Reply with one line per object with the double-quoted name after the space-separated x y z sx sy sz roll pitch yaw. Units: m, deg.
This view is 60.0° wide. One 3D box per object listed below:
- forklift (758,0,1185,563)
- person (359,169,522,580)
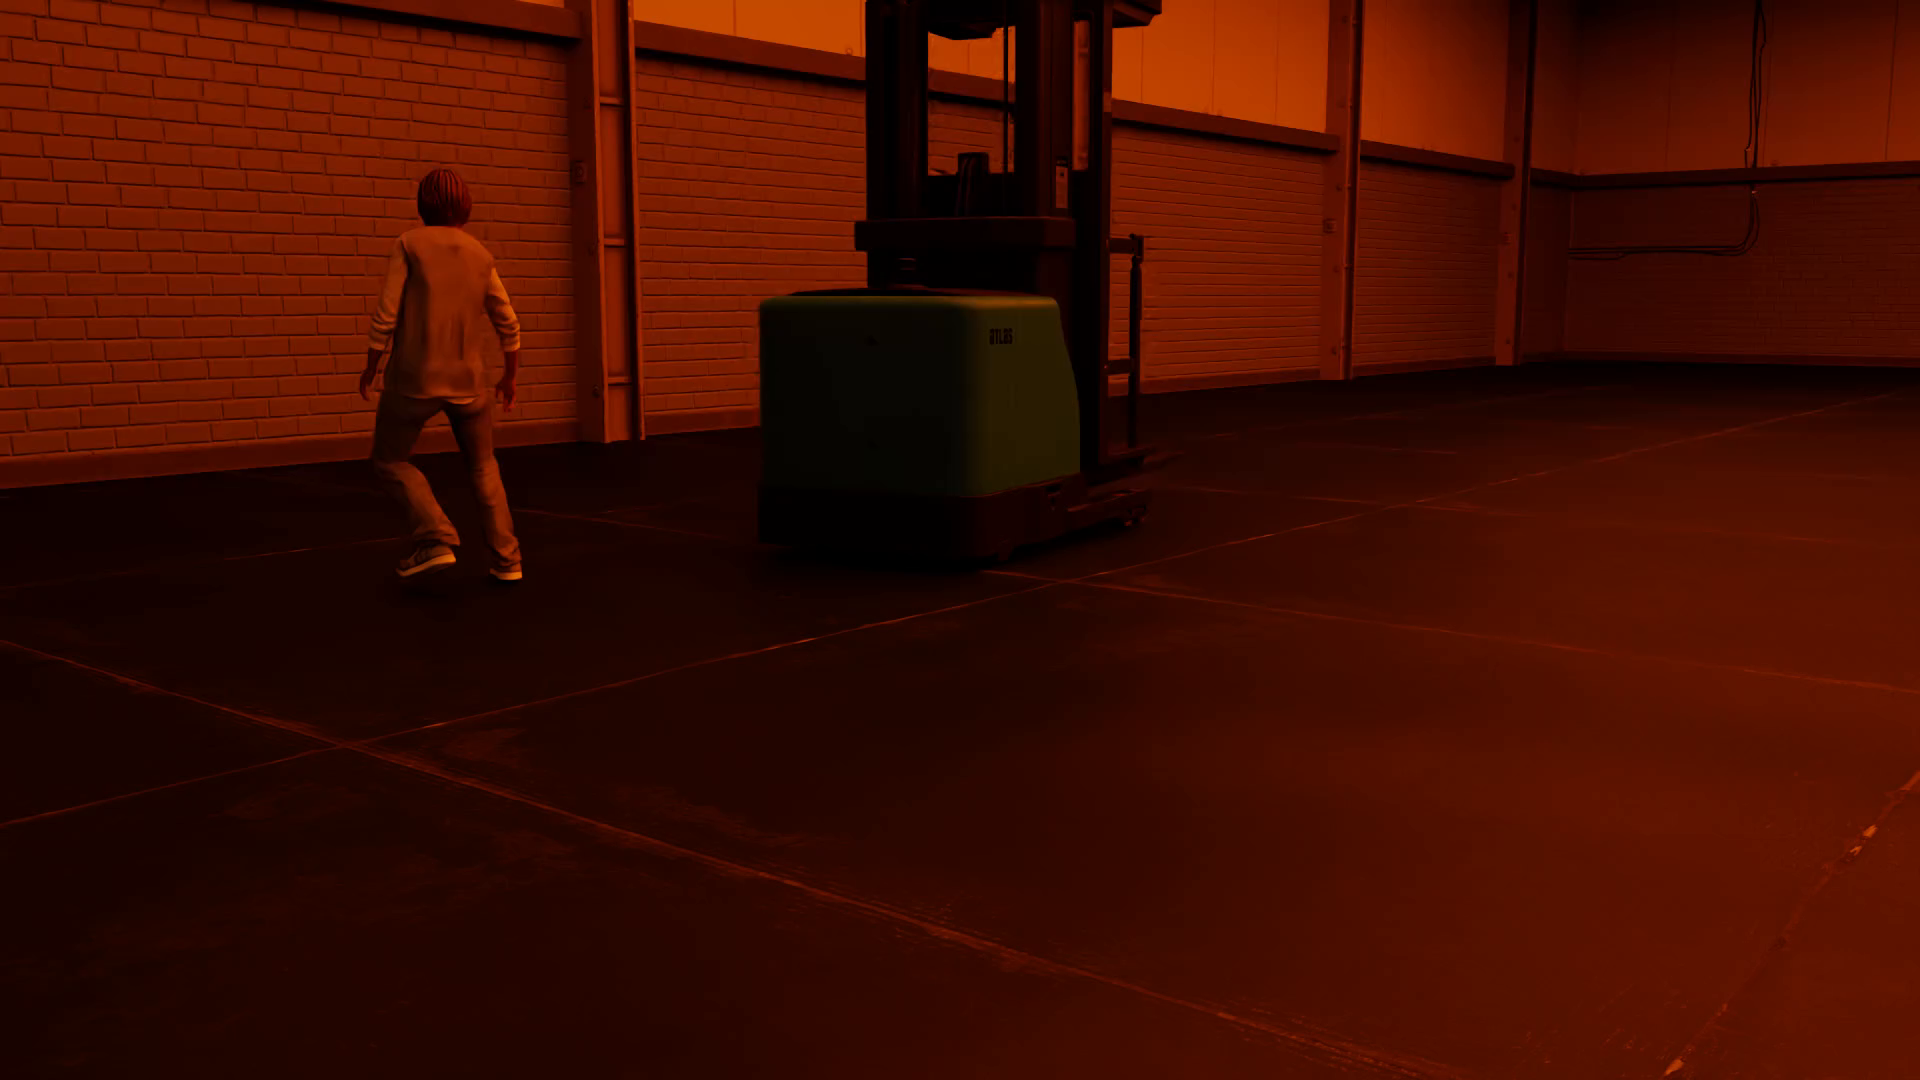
0.269 -1.535 7.770 1.130 2.935 3.031 4 9 26 "forklift"
-1.874 -0.583 6.102 0.600 1.519 0.409 -6 11 -37 "person"
